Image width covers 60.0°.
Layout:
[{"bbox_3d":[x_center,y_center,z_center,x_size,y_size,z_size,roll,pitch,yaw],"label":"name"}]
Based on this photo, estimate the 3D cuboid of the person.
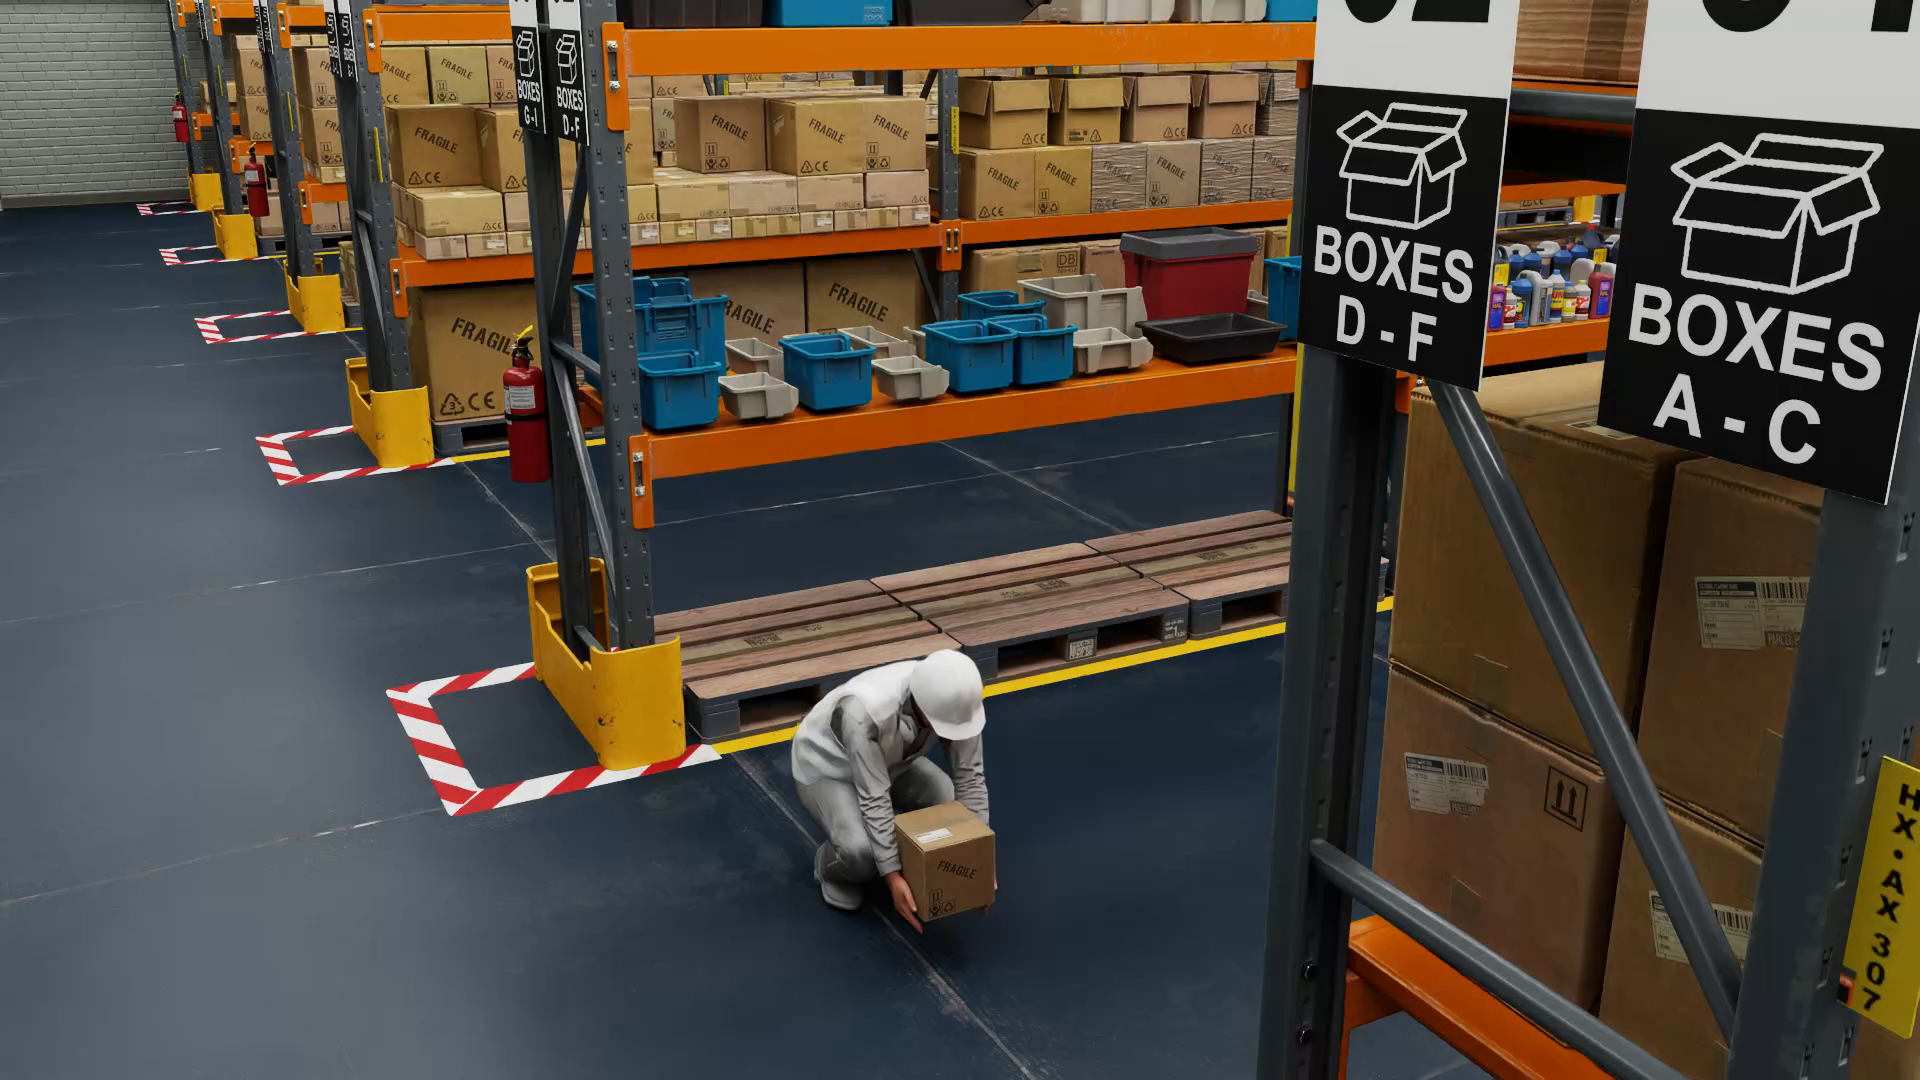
[{"bbox_3d":[-0.213,0.754,5.484,0.525,1.011,0.881,-10,21,-28],"label":"person"}]
